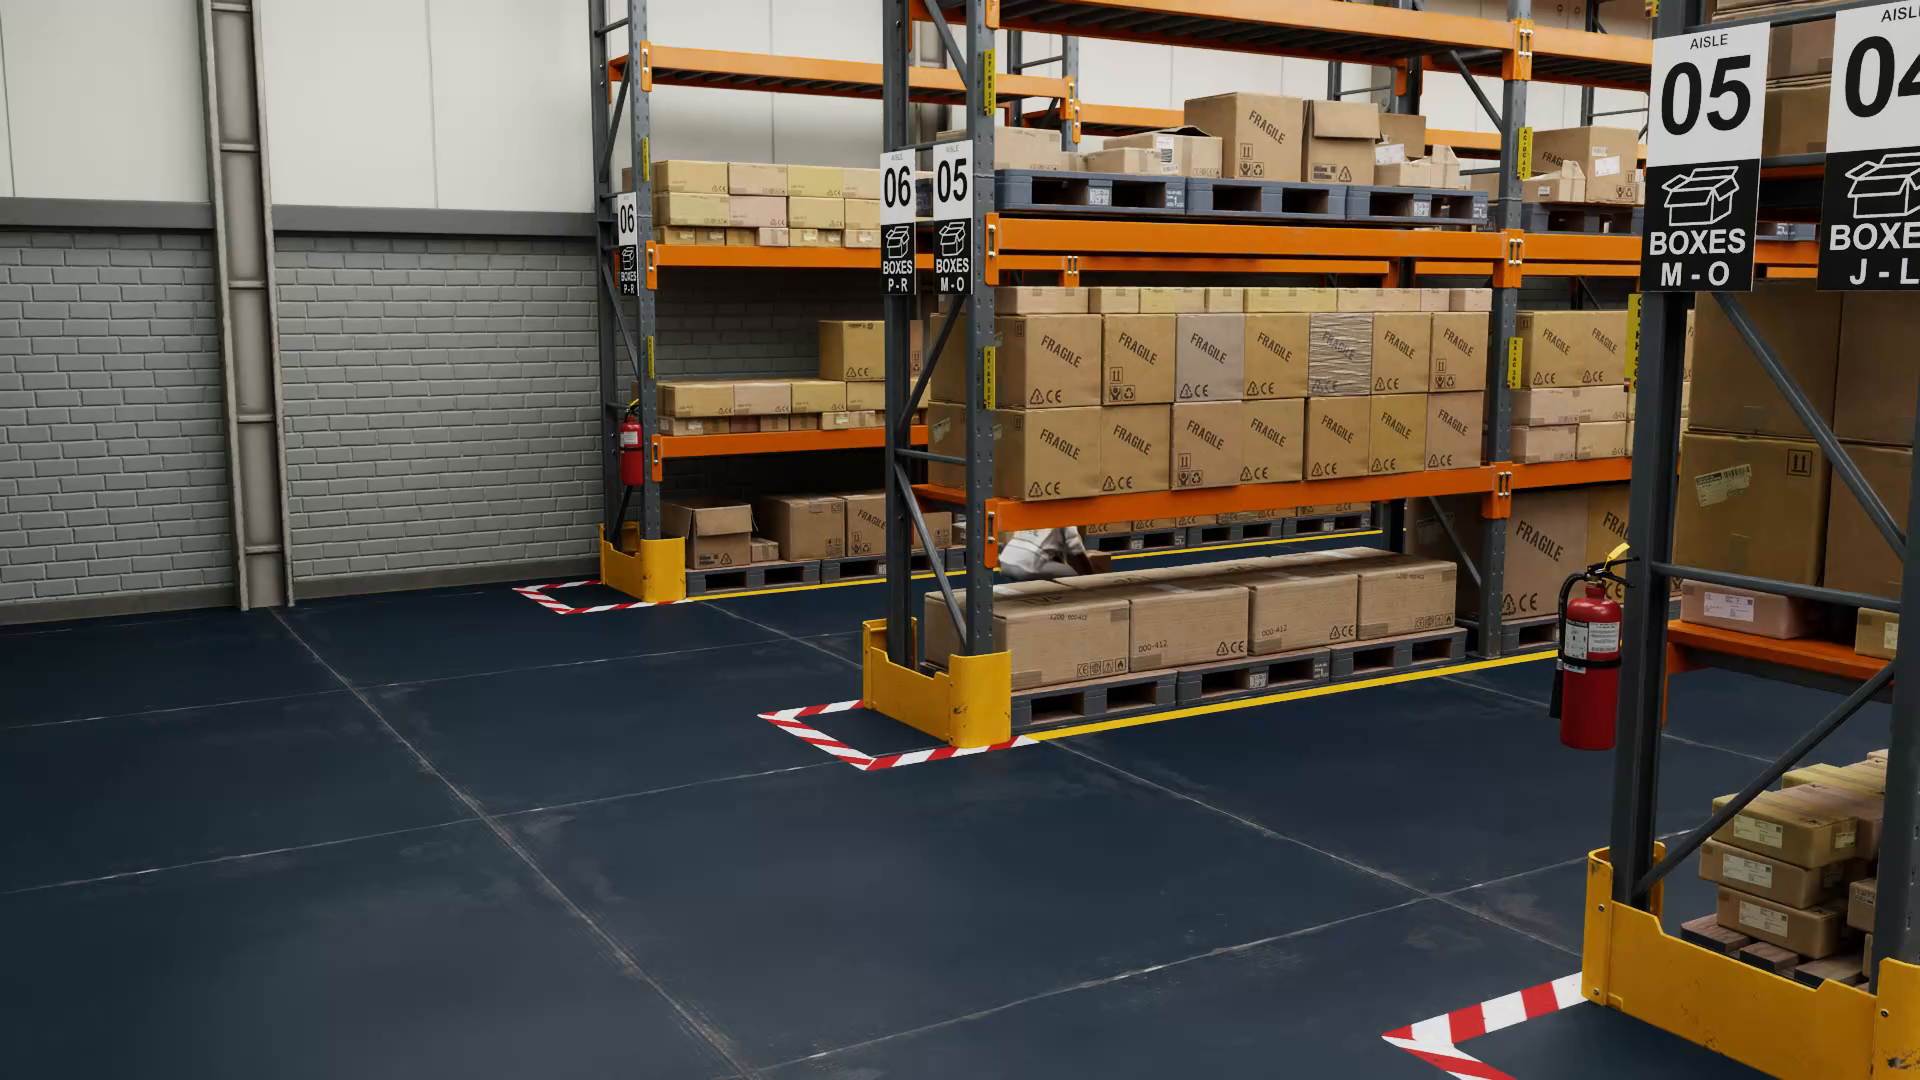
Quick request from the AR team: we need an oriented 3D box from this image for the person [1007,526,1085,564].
[{"bbox_3d":[0.697,0.108,12.629,0.713,0.947,0.491,-5,10,-31],"label":"person"}]
